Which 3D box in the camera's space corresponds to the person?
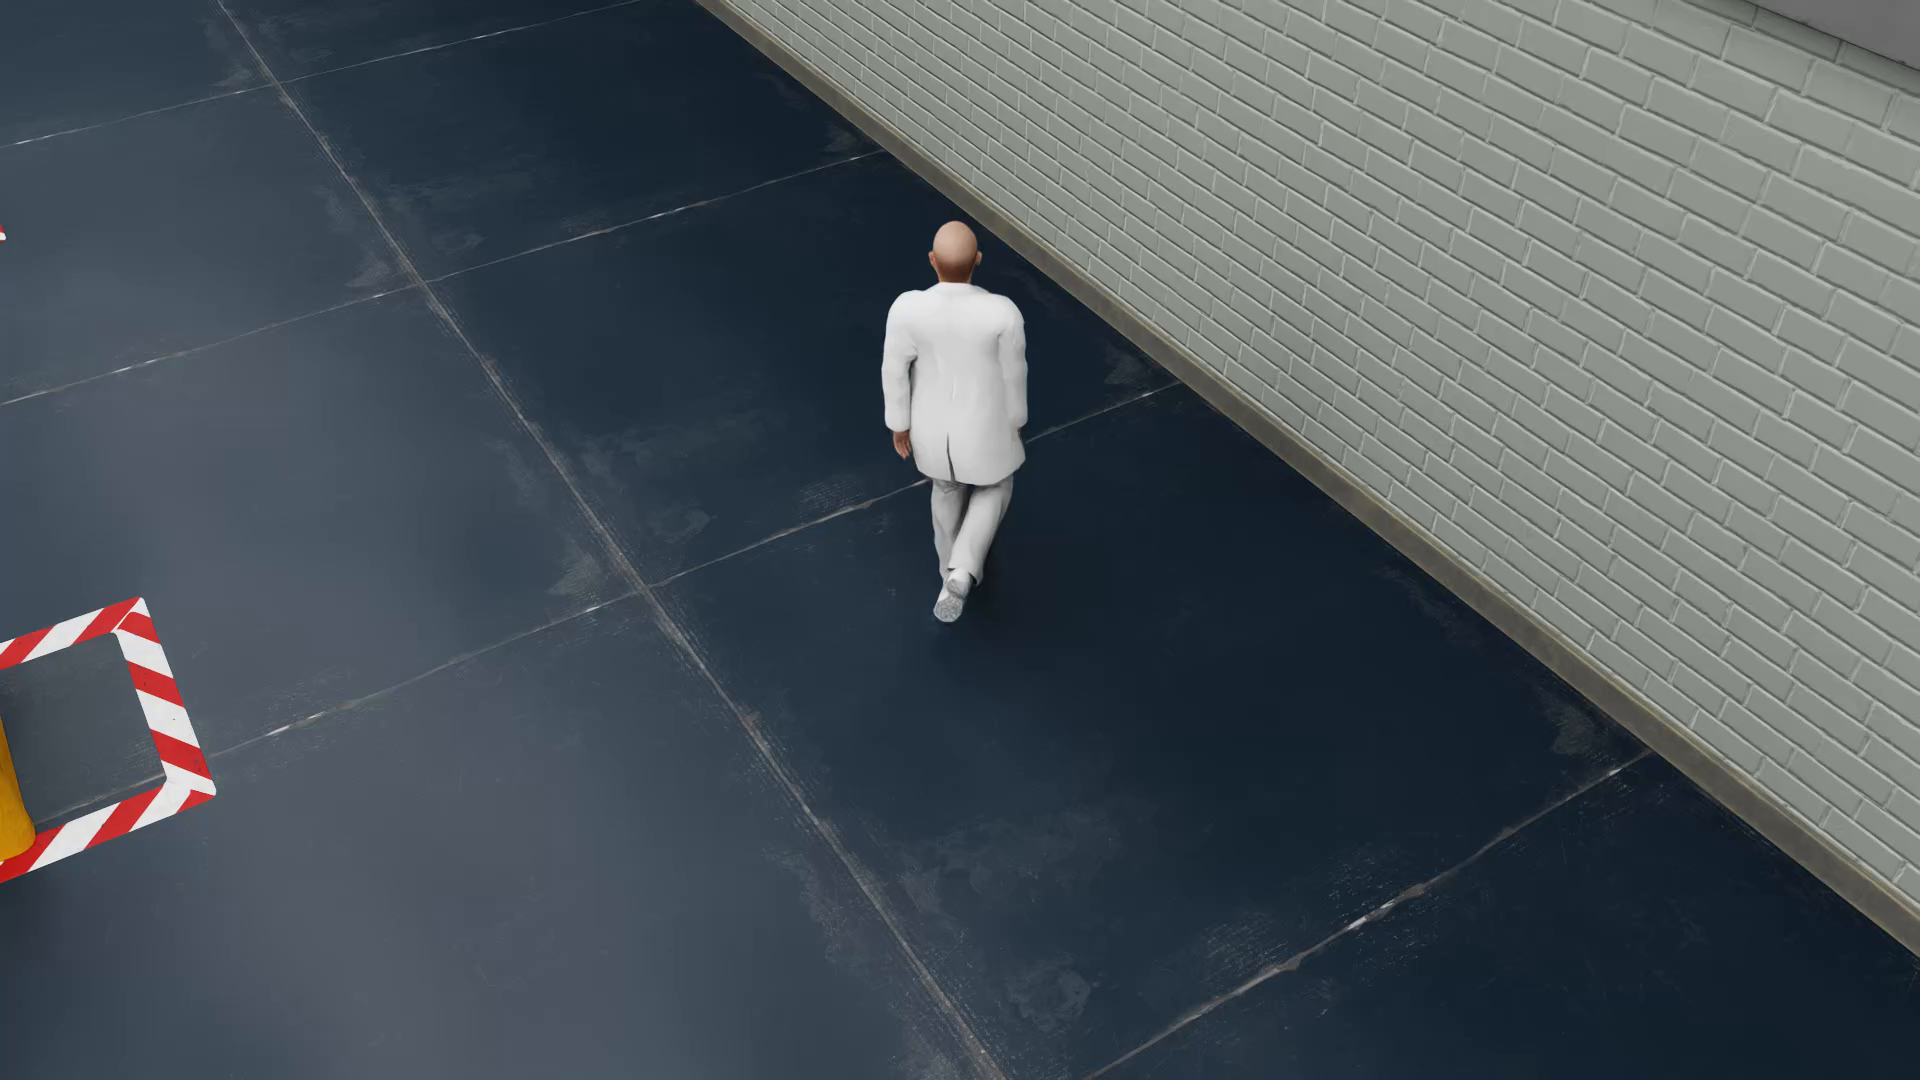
[{"bbox_3d":[-0.023,-0.454,6.670,0.568,1.766,0.714,9,41,10],"label":"person"}]
